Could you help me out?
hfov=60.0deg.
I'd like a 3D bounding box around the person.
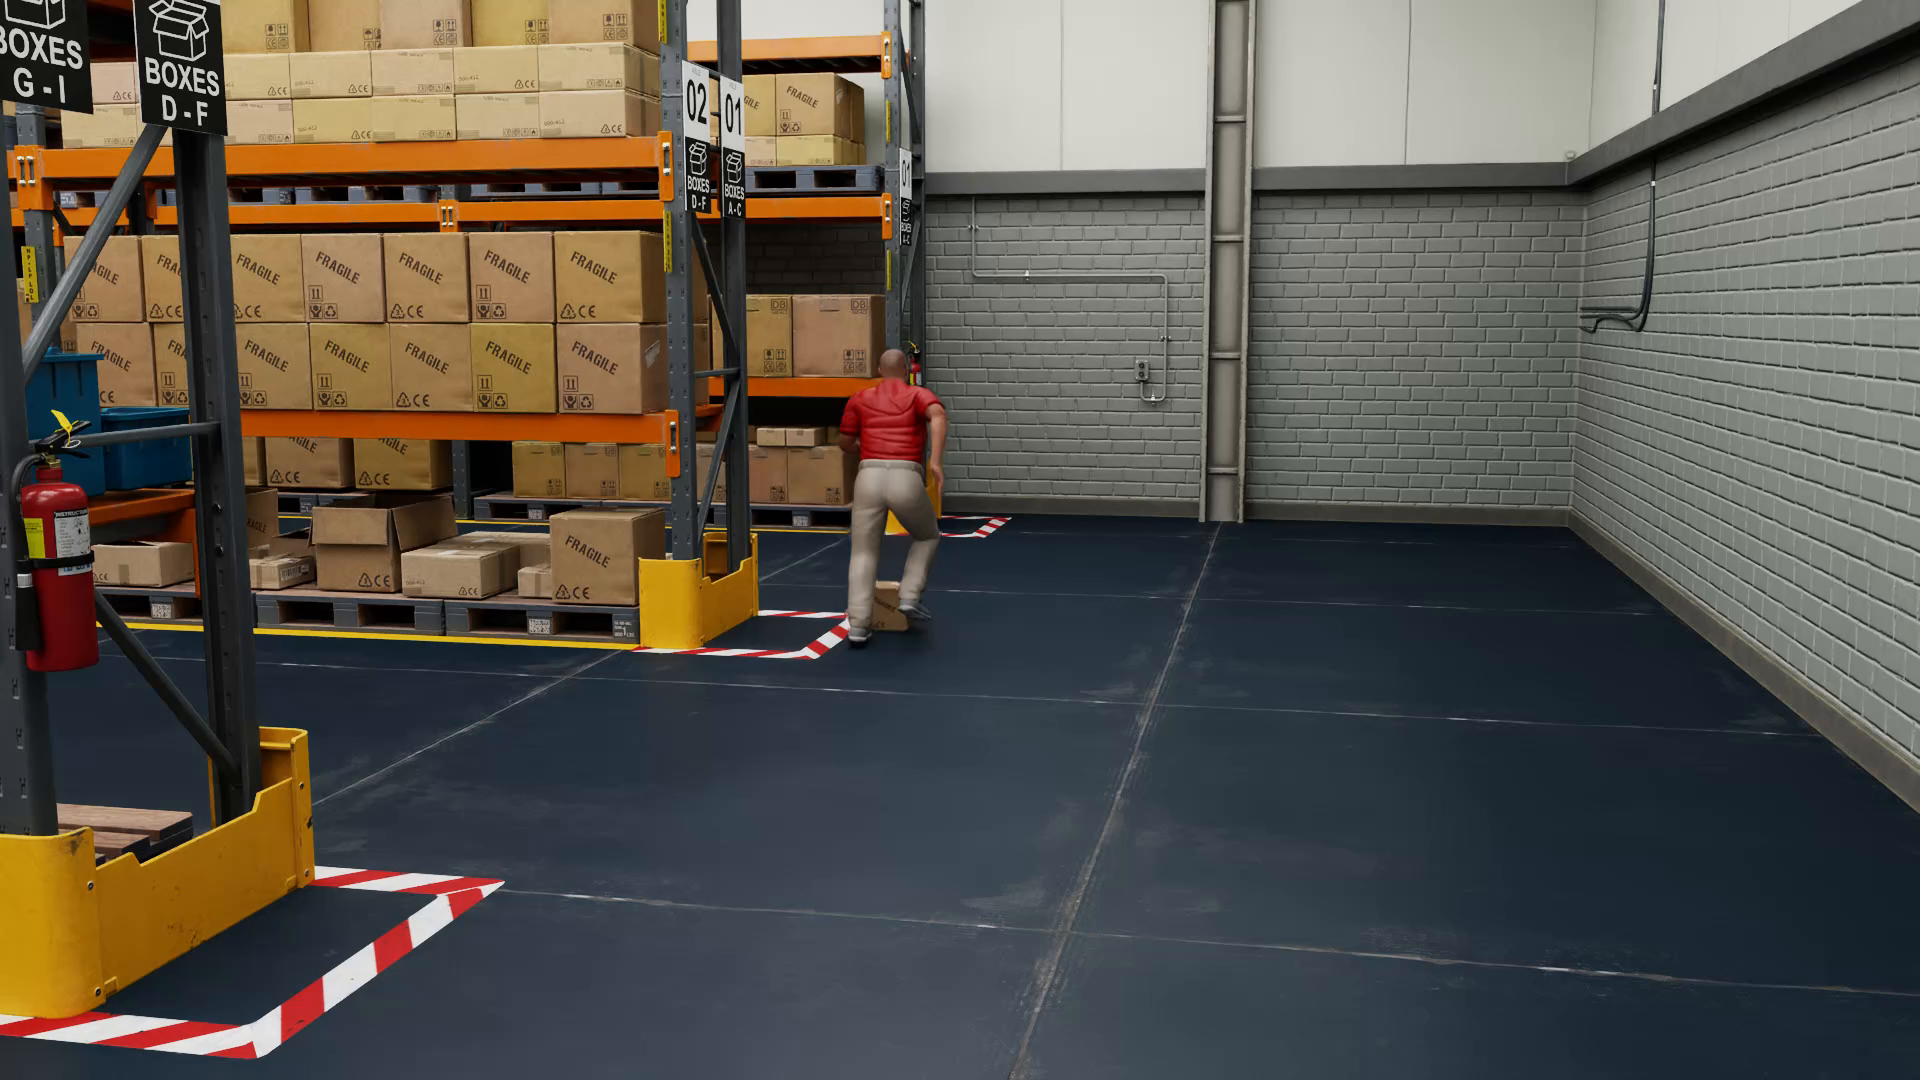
[{"bbox_3d":[-0.382,-0.324,9.622,0.663,1.549,0.910,1,8,5],"label":"person"}]
